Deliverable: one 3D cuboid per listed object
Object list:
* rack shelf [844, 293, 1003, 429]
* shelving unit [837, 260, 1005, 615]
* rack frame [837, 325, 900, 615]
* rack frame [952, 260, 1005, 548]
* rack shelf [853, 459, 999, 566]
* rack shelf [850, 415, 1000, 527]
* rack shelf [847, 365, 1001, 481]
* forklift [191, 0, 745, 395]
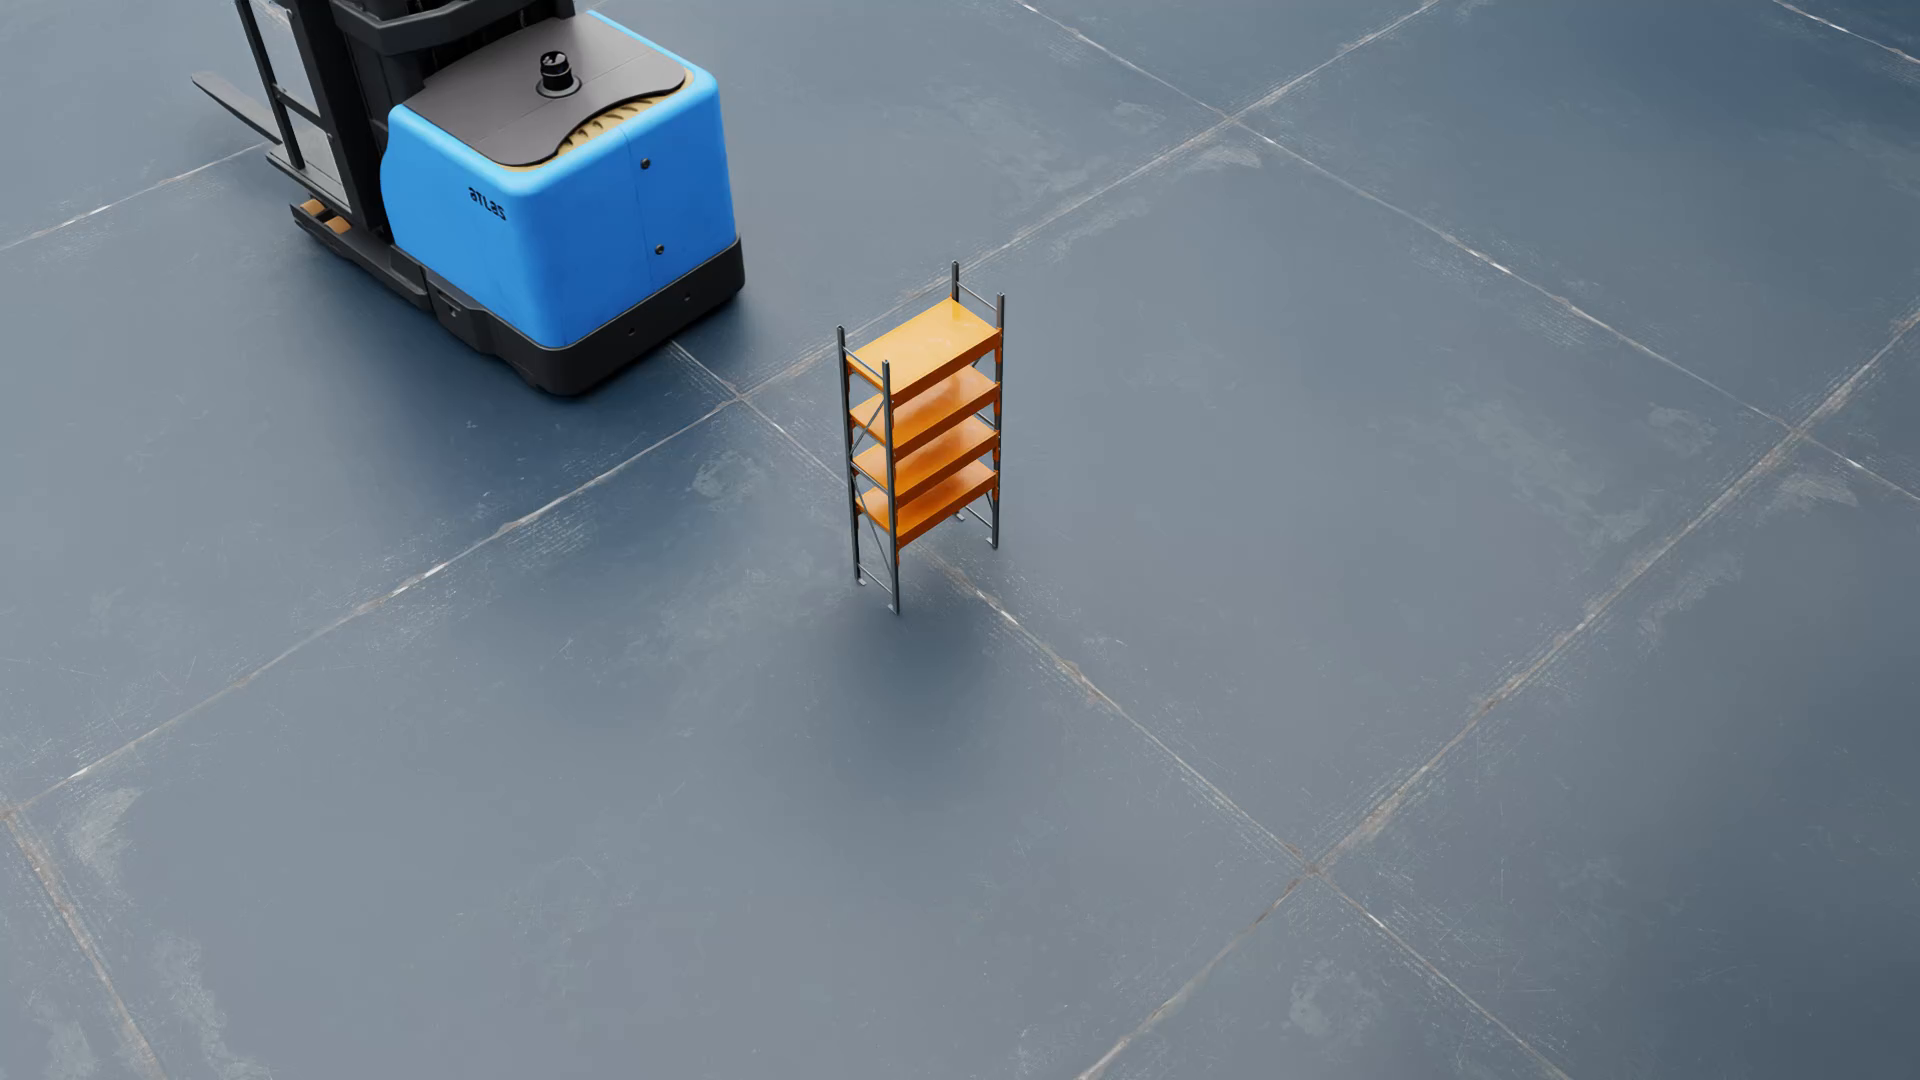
[{"bbox_3d":[-0.122,-0.592,5.445,0.480,0.148,0.258,-34,56,-27],"label":"rack shelf"},{"bbox_3d":[-0.122,-0.325,5.734,0.503,1.200,0.258,-34,56,-27],"label":"shelving unit"},{"bbox_3d":[-0.303,-0.204,5.622,0.015,1.200,0.240,-34,56,-27],"label":"rack frame"},{"bbox_3d":[0.058,-0.446,5.845,0.015,1.200,0.240,-34,56,-27],"label":"rack frame"},{"bbox_3d":[-0.122,-0.145,5.929,0.480,0.148,0.258,-34,56,-27],"label":"rack shelf"},{"bbox_3d":[-0.122,-0.279,5.783,0.480,0.148,0.258,-34,56,-27],"label":"rack shelf"},{"bbox_3d":[-0.122,-0.431,5.619,0.480,0.148,0.258,-34,56,-27],"label":"rack shelf"},{"bbox_3d":[-2.361,-2.524,6.584,3.031,2.935,1.130,33,56,27],"label":"forklift"}]
